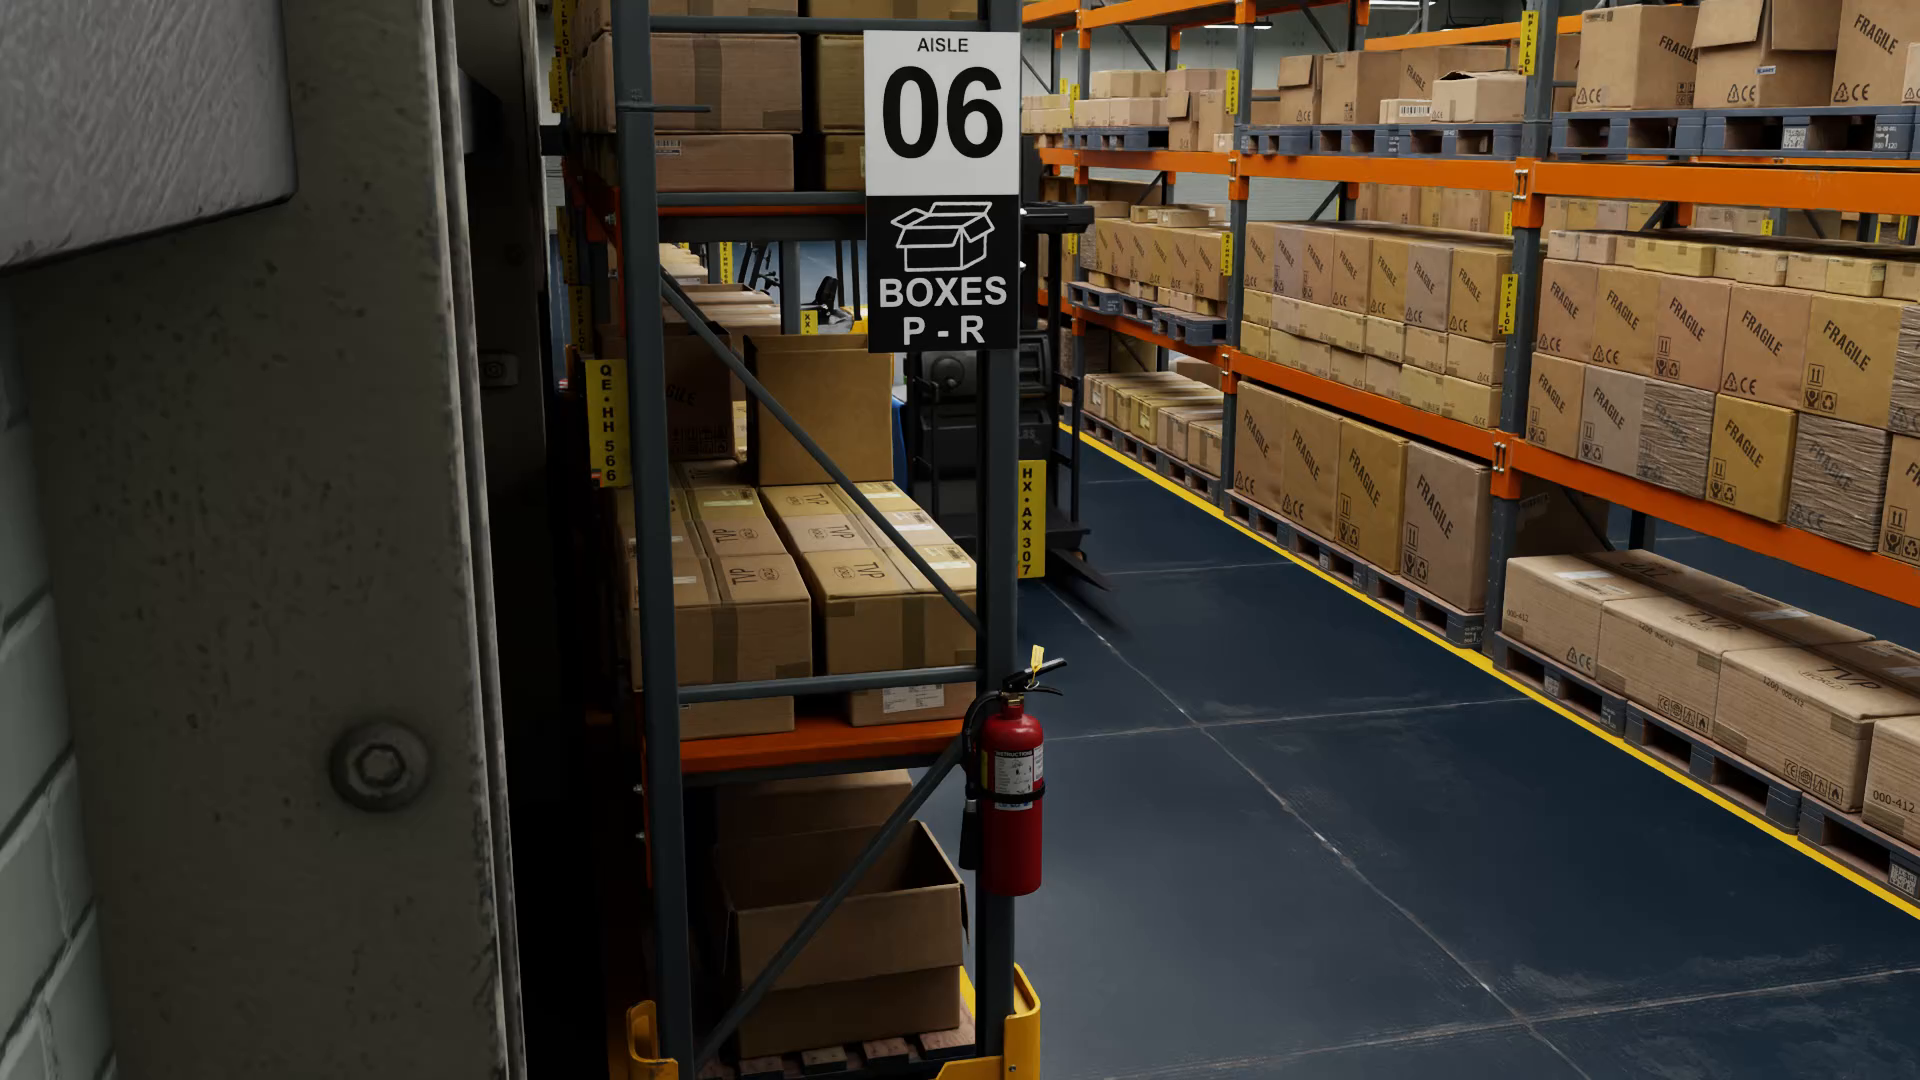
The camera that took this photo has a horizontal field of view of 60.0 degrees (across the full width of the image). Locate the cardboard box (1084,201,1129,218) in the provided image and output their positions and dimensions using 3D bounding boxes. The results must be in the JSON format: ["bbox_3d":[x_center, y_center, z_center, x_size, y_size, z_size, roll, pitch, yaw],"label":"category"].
[{"bbox_3d":[1.428,-3.234,16.256,0.380,0.149,0.250,-3,14,-13],"label":"cardboard box"}]

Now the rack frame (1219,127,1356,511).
[{"bbox_3d":[2.601,-1.728,13.178,1.000,3.000,0.127,-3,14,-13],"label":"rack frame"}]

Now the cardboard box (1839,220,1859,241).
[{"bbox_3d":[11.165,-3.620,20.088,0.875,0.500,0.500,-3,14,-13],"label":"cardboard box"}]

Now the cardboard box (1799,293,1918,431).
[{"bbox_3d":[3.871,-0.747,6.849,0.500,0.500,0.500,-3,14,-13],"label":"cardboard box"}]

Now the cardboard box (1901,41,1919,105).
[{"bbox_3d":[4.177,-1.897,6.641,0.500,0.311,0.500,-3,14,-12],"label":"cardboard box"}]

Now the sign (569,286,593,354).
[{"bbox_3d":[-1.822,-1.058,7.997,0.100,0.325,0.005,-3,14,-13],"label":"sign"}]

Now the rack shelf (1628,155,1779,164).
[{"bbox_3d":[6.919,-3.596,16.020,1.077,0.370,4.000,-3,14,-13],"label":"rack shelf"}]

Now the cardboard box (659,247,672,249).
[{"bbox_3d":[-2.782,-2.552,14.975,0.380,0.149,0.250,-3,14,-13],"label":"cardboard box"}]

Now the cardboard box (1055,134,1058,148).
[{"bbox_3d":[1.220,-4.223,17.602,0.380,0.149,0.250,-4,14,-15],"label":"cardboard box"}]

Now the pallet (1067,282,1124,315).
[{"bbox_3d":[1.700,-2.373,16.223,1.003,0.211,1.213,-3,14,-13],"label":"pallet"}]

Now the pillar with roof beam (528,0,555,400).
[{"bbox_3d":[-0.630,-6.239,19.003,9.100,9.000,0.400,-3,14,-13],"label":"pillar with roof beam"}]

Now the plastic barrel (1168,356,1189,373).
[{"bbox_3d":[2.679,-1.929,19.433,0.512,0.421,0.421,7,15,26],"label":"plastic barrel"}]

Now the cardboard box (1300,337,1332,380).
[{"bbox_3d":[2.727,-1.289,11.698,0.500,0.250,0.500,-3,14,-11],"label":"cardboard box"}]

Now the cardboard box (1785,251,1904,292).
[{"bbox_3d":[3.804,-1.156,7.154,0.380,0.149,0.250,-3,14,-11],"label":"cardboard box"}]

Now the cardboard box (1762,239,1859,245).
[{"bbox_3d":[4.098,-1.363,8.000,0.380,0.149,0.250,-3,14,-14],"label":"cardboard box"}]

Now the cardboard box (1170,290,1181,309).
[{"bbox_3d":[2.008,-2.044,14.117,0.380,0.149,0.250,-4,14,-16],"label":"cardboard box"}]

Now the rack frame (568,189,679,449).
[{"bbox_3d":[-3.163,-2.373,15.819,1.000,3.000,0.127,-3,14,-13],"label":"rack frame"}]

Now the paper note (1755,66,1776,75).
[{"bbox_3d":[3.421,-1.997,7.068,0.006,0.032,0.123,-3,14,-13],"label":"paper note"}]

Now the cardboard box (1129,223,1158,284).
[{"bbox_3d":[1.845,-2.575,14.924,0.500,0.500,0.500,-4,14,-15],"label":"cardboard box"}]

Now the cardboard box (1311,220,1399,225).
[{"bbox_3d":[2.977,-2.157,12.619,0.500,0.500,0.500,-4,14,-15],"label":"cardboard box"}]

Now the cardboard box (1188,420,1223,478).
[{"bbox_3d":[2.478,-0.786,13.976,0.950,0.372,0.625,-4,14,-17],"label":"cardboard box"}]

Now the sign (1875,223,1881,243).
[{"bbox_3d":[7.914,-2.583,14.407,0.100,0.325,0.005,-3,14,-13],"label":"sign"}]

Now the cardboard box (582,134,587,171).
[{"bbox_3d":[-1.410,-1.650,7.071,0.380,0.149,0.250,-3,14,-13],"label":"cardboard box"}]

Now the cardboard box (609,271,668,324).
[{"bbox_3d":[-2.254,-1.575,11.458,0.500,0.500,0.500,-3,14,-11],"label":"cardboard box"}]

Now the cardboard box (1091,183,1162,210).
[{"bbox_3d":[1.769,-3.443,17.254,0.700,0.500,0.500,-3,14,-14],"label":"cardboard box"}]

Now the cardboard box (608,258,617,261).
[{"bbox_3d":[-2.876,-2.231,13.659,0.380,0.149,0.250,-3,14,-12],"label":"cardboard box"}]

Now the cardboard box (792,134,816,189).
[{"bbox_3d":[-0.280,-1.085,4.757,0.380,0.149,0.250,-3,14,-12],"label":"cardboard box"}]

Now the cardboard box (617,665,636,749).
[{"bbox_3d":[-1.358,0.741,7.856,0.500,0.311,0.500,-3,14,-11],"label":"cardboard box"}]

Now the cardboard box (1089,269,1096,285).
[{"bbox_3d":[1.484,-2.587,16.341,0.380,0.149,0.250,-3,14,-12],"label":"cardboard box"}]

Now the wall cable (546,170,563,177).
[{"bbox_3d":[-11.267,-12.165,49.800,3.097,2.526,0.112,-3,14,-13],"label":"wall cable"}]

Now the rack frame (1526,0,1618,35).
[{"bbox_3d":[6.449,-5.864,17.468,1.000,3.000,0.127,-3,14,-13],"label":"rack frame"}]

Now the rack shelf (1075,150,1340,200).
[{"bbox_3d":[2.131,-3.297,14.796,1.077,0.370,4.000,-3,14,-13],"label":"rack shelf"}]

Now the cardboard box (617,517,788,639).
[{"bbox_3d":[-0.830,0.114,5.331,0.500,0.250,0.500,-3,14,-13],"label":"cardboard box"}]

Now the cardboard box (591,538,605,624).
[{"bbox_3d":[-1.795,0.271,9.378,0.500,0.500,0.500,-4,14,-16],"label":"cardboard box"}]

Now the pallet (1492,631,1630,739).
[{"bbox_3d":[3.643,0.730,8.996,1.003,0.211,1.213,-3,14,-13],"label":"pallet"}]

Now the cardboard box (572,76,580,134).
[{"bbox_3d":[-1.441,-1.923,7.349,0.500,0.250,0.500,-4,14,-14],"label":"cardboard box"}]

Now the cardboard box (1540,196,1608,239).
[{"bbox_3d":[6.572,-3.370,17.582,0.700,0.500,0.500,-4,14,-14],"label":"cardboard box"}]

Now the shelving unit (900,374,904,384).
[{"bbox_3d":[-0.287,-0.810,13.215,0.258,1.200,0.503,-4,14,-15],"label":"shelving unit"}]

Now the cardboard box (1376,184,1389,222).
[{"bbox_3d":[5.778,-4.260,20.953,0.875,0.550,0.550,-3,14,-13],"label":"cardboard box"}]

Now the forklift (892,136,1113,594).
[{"bbox_3d":[0.213,-1.246,11.350,1.130,2.935,3.031,-4,14,-15],"label":"forklift"}]

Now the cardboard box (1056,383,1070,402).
[{"bbox_3d":[1.261,-1.640,17.728,0.500,0.250,0.500,-3,14,-11],"label":"cardboard box"}]

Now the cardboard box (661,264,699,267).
[{"bbox_3d":[-2.235,-2.083,13.054,0.380,0.149,0.250,-3,14,-13],"label":"cardboard box"}]

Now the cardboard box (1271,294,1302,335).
[{"bbox_3d":[2.600,-1.648,12.113,0.500,0.250,0.500,-3,14,-12],"label":"cardboard box"}]

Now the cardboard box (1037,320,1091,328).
[{"bbox_3d":[1.140,-2.122,18.120,0.500,0.500,0.500,-3,14,-12],"label":"cardboard box"}]

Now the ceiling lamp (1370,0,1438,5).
[{"bbox_3d":[9.849,-13.832,37.785,2.000,3.185,0.800,-3,14,-13],"label":"ceiling lamp"}]

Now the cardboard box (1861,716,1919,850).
[{"bbox_3d":[4.227,1.012,6.478,0.875,0.438,0.875,-4,14,-15],"label":"cardboard box"}]

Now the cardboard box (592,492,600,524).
[{"bbox_3d":[-1.996,-0.197,9.929,0.380,0.149,0.250,-3,14,-12],"label":"cardboard box"}]

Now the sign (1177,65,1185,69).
[{"bbox_3d":[2.200,-4.582,16.621,0.100,0.325,0.005,-3,14,-13],"label":"sign"}]

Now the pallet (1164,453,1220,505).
[{"bbox_3d":[2.419,-0.553,14.247,1.003,0.211,1.213,-3,14,-13],"label":"pallet"}]

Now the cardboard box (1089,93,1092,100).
[{"bbox_3d":[1.375,-4.434,16.783,0.380,0.149,0.250,-3,14,-12],"label":"cardboard box"}]

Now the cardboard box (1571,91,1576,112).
[{"bbox_3d":[3.763,-2.536,9.563,0.396,0.266,0.258,-3,14,-14],"label":"cardboard box"}]

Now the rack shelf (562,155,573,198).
[{"bbox_3d":[-2.693,-3.019,13.660,1.077,0.370,4.000,-3,14,-13],"label":"rack shelf"}]

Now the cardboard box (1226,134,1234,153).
[{"bbox_3d":[2.323,-3.124,13.101,0.380,0.149,0.250,-3,14,-13],"label":"cardboard box"}]

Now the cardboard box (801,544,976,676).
[{"bbox_3d":[-0.189,0.204,4.960,0.500,0.250,0.500,-3,14,-13],"label":"cardboard box"}]
